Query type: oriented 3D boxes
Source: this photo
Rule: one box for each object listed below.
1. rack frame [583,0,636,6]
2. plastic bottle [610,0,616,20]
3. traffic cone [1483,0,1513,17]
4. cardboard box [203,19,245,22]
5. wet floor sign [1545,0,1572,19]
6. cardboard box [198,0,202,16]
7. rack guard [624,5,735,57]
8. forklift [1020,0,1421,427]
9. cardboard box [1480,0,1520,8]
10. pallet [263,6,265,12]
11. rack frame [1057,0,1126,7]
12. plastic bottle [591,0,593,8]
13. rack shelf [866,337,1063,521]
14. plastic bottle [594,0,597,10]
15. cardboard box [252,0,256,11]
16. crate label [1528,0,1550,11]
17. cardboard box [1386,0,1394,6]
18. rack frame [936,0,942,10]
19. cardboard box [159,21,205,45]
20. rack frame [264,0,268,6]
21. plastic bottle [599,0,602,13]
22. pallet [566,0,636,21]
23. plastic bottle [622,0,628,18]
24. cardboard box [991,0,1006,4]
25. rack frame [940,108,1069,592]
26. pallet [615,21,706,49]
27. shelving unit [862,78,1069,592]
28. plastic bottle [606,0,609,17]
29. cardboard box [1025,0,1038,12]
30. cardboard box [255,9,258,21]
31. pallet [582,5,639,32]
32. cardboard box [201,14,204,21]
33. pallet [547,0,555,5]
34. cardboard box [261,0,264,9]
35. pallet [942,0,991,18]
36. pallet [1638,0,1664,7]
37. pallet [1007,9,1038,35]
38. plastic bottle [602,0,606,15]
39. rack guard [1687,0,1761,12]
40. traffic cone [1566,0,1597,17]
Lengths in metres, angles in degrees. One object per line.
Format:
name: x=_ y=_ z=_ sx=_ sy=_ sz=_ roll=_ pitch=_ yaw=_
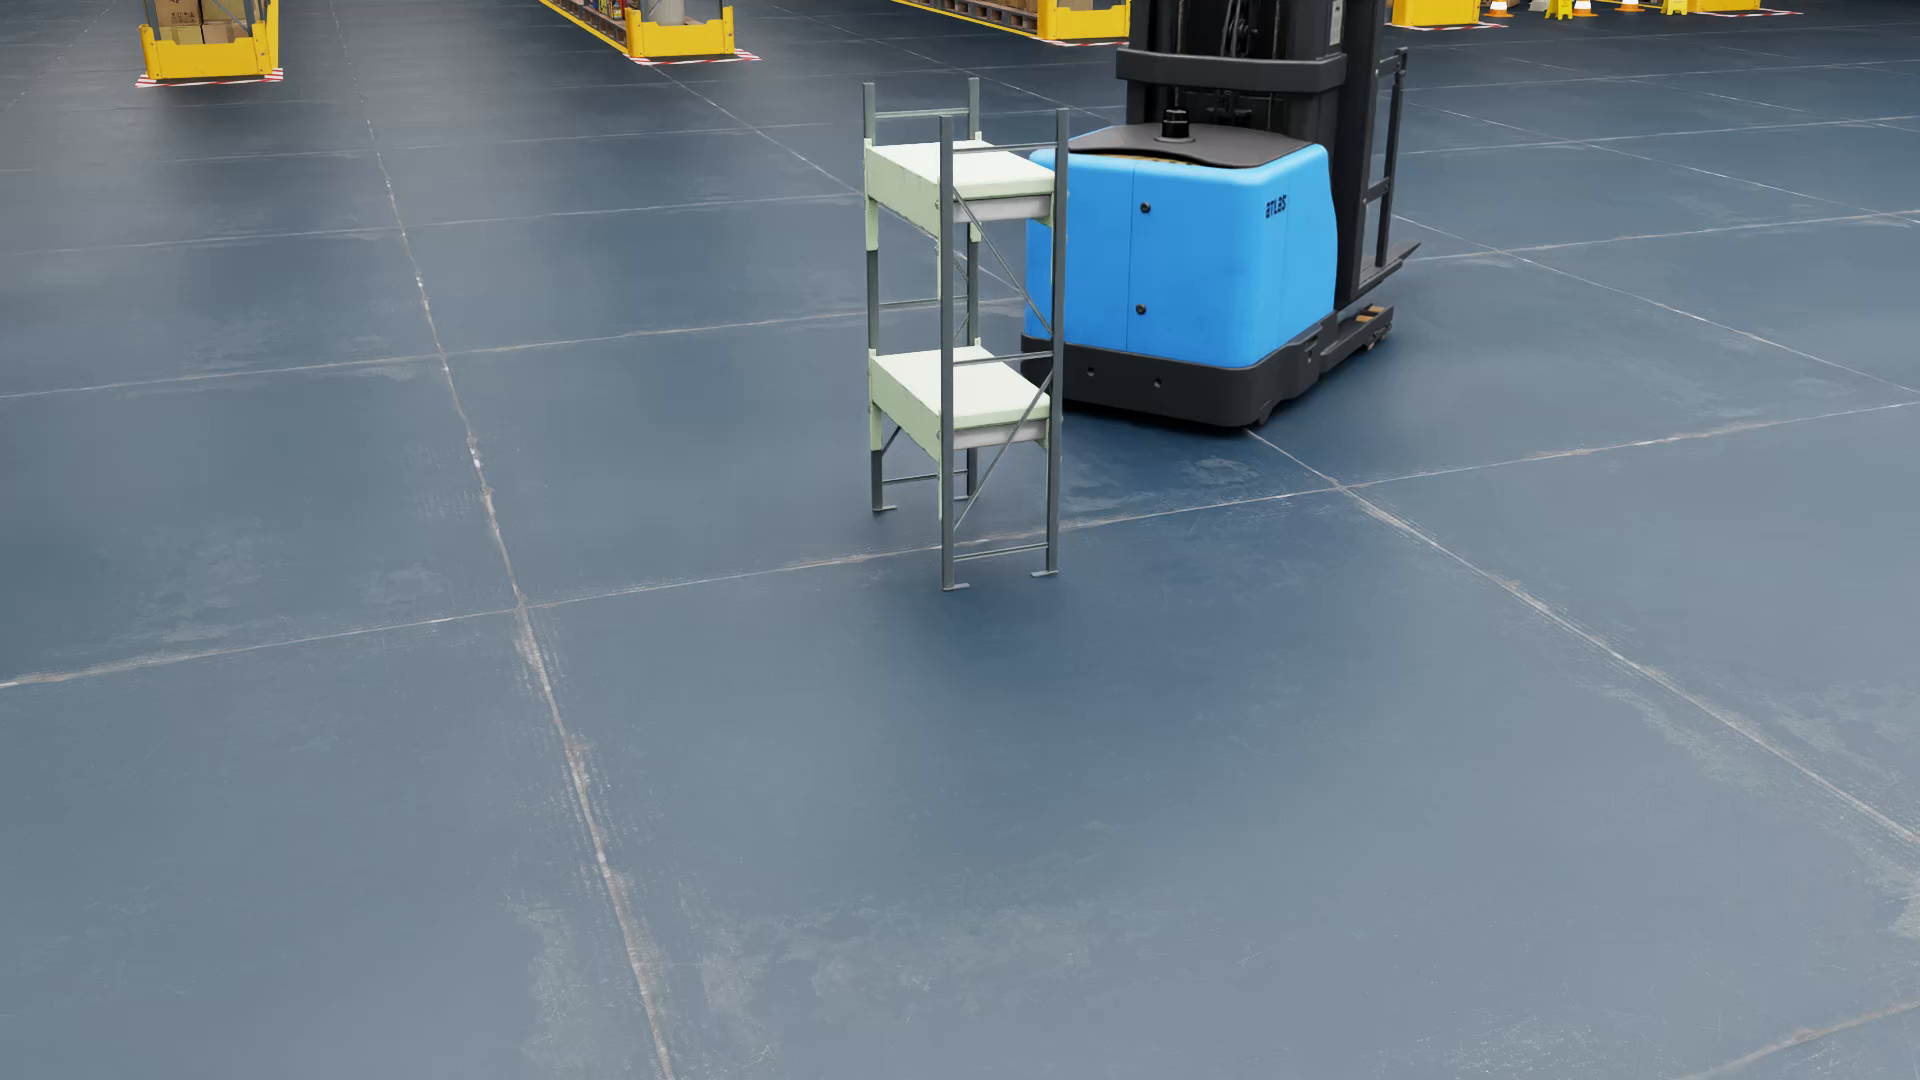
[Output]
rack frame: x=-4.488 y=-8.309 z=21.602 sx=1.000 sy=3.000 sz=0.127 roll=-8 pitch=24 yaw=-19
plastic bottle: x=-4.192 y=-6.454 z=20.132 sx=0.061 sy=0.283 sz=0.133 roll=-8 pitch=24 yaw=-18
traffic cone: x=7.376 y=-7.398 z=22.707 sx=0.336 sy=0.463 sz=0.334 roll=-8 pitch=24 yaw=-19
cardboard box: x=-7.872 y=-5.511 z=17.962 sx=0.500 sy=0.250 sz=0.500 roll=-8 pitch=24 yaw=-19
wet floor sign: x=8.097 y=-7.356 z=22.371 sx=0.267 sy=0.644 sz=0.232 roll=-13 pitch=26 yaw=-28
cardboard box: x=-8.545 y=-5.965 z=18.074 sx=0.500 sy=0.500 sz=0.500 roll=-8 pitch=24 yaw=-19
rack guard: x=-3.146 y=-5.725 z=18.690 sx=1.175 sy=0.500 sz=0.348 roll=-8 pitch=24 yaw=-19
forklift: x=1.441 y=-2.331 z=7.506 sx=1.130 sy=2.935 sz=3.031 roll=13 pitch=26 yaw=28
cardboard box: x=7.841 y=-8.036 z=24.167 sx=0.637 sy=0.503 sz=0.797 roll=12 pitch=26 yaw=27
pallet: x=-10.282 y=-7.495 z=23.261 sx=1.003 sy=0.211 sz=1.213 roll=-8 pitch=24 yaw=-19
rack frame: x=1.559 y=-7.535 z=19.766 sx=1.000 sy=3.000 sz=0.127 roll=-8 pitch=24 yaw=-19
plastic bottle: x=-4.714 y=-6.973 z=21.468 sx=0.097 sy=0.201 sz=0.097 roll=0 pitch=23 yaw=0
rack shelf: x=0.002 y=-0.388 z=5.580 sx=0.431 sy=0.370 sz=0.720 roll=-8 pitch=24 yaw=-19
plastic bottle: x=-4.591 y=-6.941 z=21.200 sx=0.144 sy=0.351 sz=0.185 roll=-8 pitch=24 yaw=-18
cardboard box: x=-8.219 y=-6.220 z=18.680 sx=0.500 sy=0.500 sz=0.500 roll=-8 pitch=24 yaw=-19
crate label: x=8.217 y=-7.557 z=23.502 sx=0.298 sy=0.136 sz=0.250 roll=18 pitch=29 yaw=36
cardboard box: x=5.933 y=-7.631 z=22.188 sx=0.875 sy=0.875 sz=0.875 roll=-8 pitch=24 yaw=-19
rack frame: x=0.146 y=-8.989 z=23.215 sx=1.000 sy=3.000 sz=0.127 roll=-8 pitch=24 yaw=-19
cardboard box: x=-8.176 y=-5.258 z=17.363 sx=0.500 sy=0.250 sz=0.500 roll=-8 pitch=24 yaw=-19
rack frame: x=-10.536 y=-9.084 z=23.441 sx=1.000 sy=3.000 sz=0.127 roll=-8 pitch=24 yaw=-19
plastic bottle: x=-4.505 y=-6.776 z=20.895 sx=0.061 sy=0.283 sz=0.133 roll=-7 pitch=24 yaw=-17
pallet: x=-4.802 y=-7.304 z=22.808 sx=1.003 sy=0.211 sz=1.213 roll=-8 pitch=24 yaw=-19
plastic bottle: x=-4.098 y=-6.524 z=20.298 sx=0.061 sy=0.283 sz=0.133 roll=-8 pitch=24 yaw=-19
cardboard box: x=0.752 y=-7.458 z=22.260 sx=0.500 sy=0.500 sz=0.500 roll=-11 pitch=25 yaw=-24
rack frame: x=0.132 y=-0.556 z=5.137 sx=0.400 sy=1.500 sz=0.023 roll=-8 pitch=24 yaw=-19
pallet: x=-3.428 y=-5.888 z=19.448 sx=1.003 sy=0.211 sz=1.213 roll=-8 pitch=24 yaw=-19
shelving unit: x=0.002 y=-0.689 z=5.453 sx=0.431 sy=1.500 sz=0.755 roll=-8 pitch=24 yaw=-19
plastic bottle: x=-4.246 y=-6.556 z=20.384 sx=0.152 sy=0.276 sz=0.135 roll=-9 pitch=24 yaw=-20
cardboard box: x=1.111 y=-7.019 z=21.218 sx=0.500 sy=0.500 sz=0.500 roll=-2 pitch=23 yaw=-5
cardboard box: x=-8.220 y=-5.875 z=18.826 sx=0.500 sy=0.250 sz=0.500 roll=-8 pitch=24 yaw=-19
pallet: x=-4.290 y=-6.775 z=21.551 sx=1.003 sy=0.211 sz=1.213 roll=-8 pitch=24 yaw=-19
cardboard box: x=-8.542 y=-5.620 z=18.221 sx=0.500 sy=0.250 sz=0.500 roll=-8 pitch=24 yaw=-19
pallet: x=-5.664 y=-8.191 z=24.912 sx=1.003 sy=0.211 sz=1.213 roll=-8 pitch=24 yaw=-19
cardboard box: x=-9.213 y=-6.924 z=21.315 sx=0.500 sy=0.250 sz=0.500 roll=-8 pitch=24 yaw=-18
pallet: x=0.416 y=-7.465 z=23.189 sx=1.003 sy=0.211 sz=1.213 roll=-8 pitch=24 yaw=-19
pallet: x=10.549 y=-7.938 z=24.311 sx=1.003 sy=0.211 sz=1.213 roll=-8 pitch=24 yaw=-19
pallet: x=1.278 y=-6.578 z=21.085 sx=1.003 sy=0.211 sz=1.213 roll=-8 pitch=24 yaw=-19
plastic bottle: x=-4.374 y=-6.718 z=20.671 sx=0.144 sy=0.351 sz=0.185 roll=-9 pitch=24 yaw=-19
rack guard: x=10.803 y=-7.771 z=23.543 sx=1.175 sy=0.500 sz=0.348 roll=-8 pitch=24 yaw=-19
traffic cone: x=8.553 y=-7.430 z=22.781 sx=0.336 sy=0.463 sz=0.334 roll=-8 pitch=24 yaw=-19
